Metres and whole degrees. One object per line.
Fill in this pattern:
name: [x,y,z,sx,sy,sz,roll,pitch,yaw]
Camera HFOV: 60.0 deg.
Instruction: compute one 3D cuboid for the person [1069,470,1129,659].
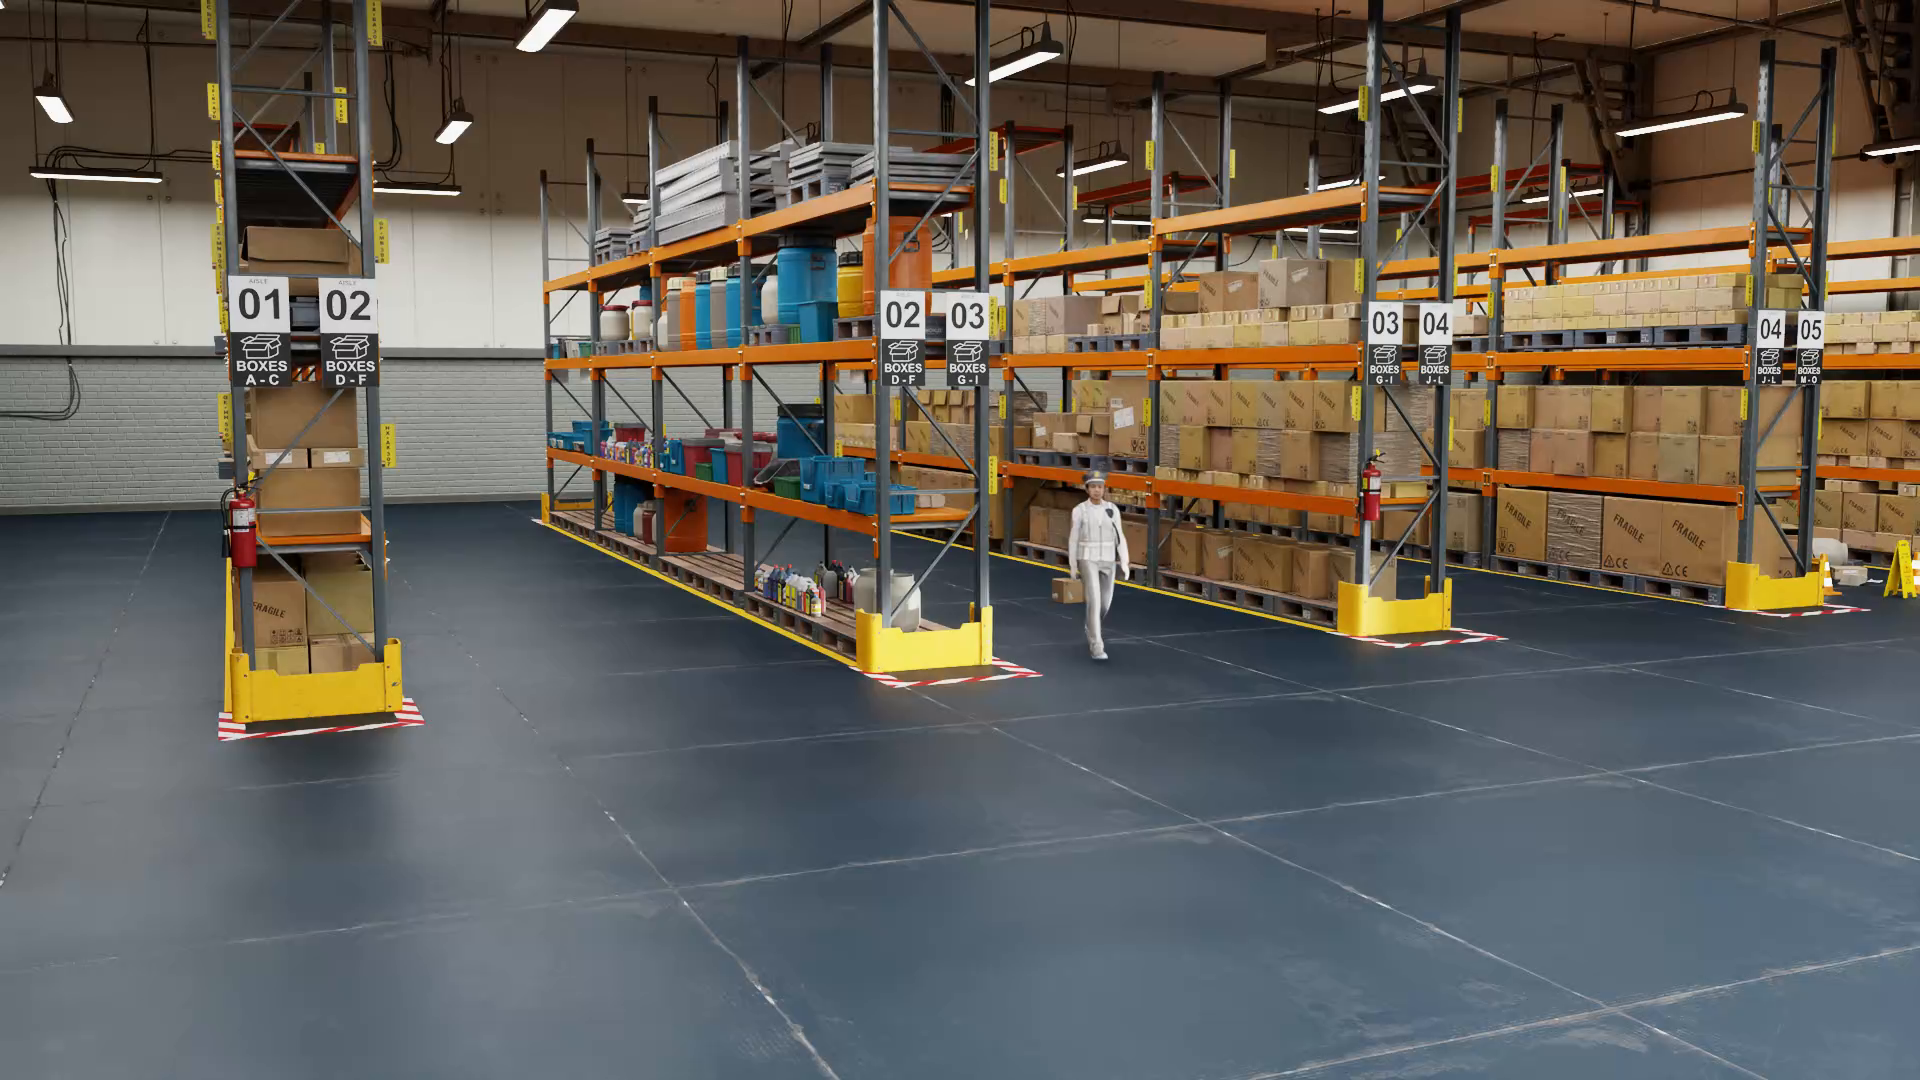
person: [1.234,0.191,14.862,0.490,1.637,0.992,-1,6,-13]
